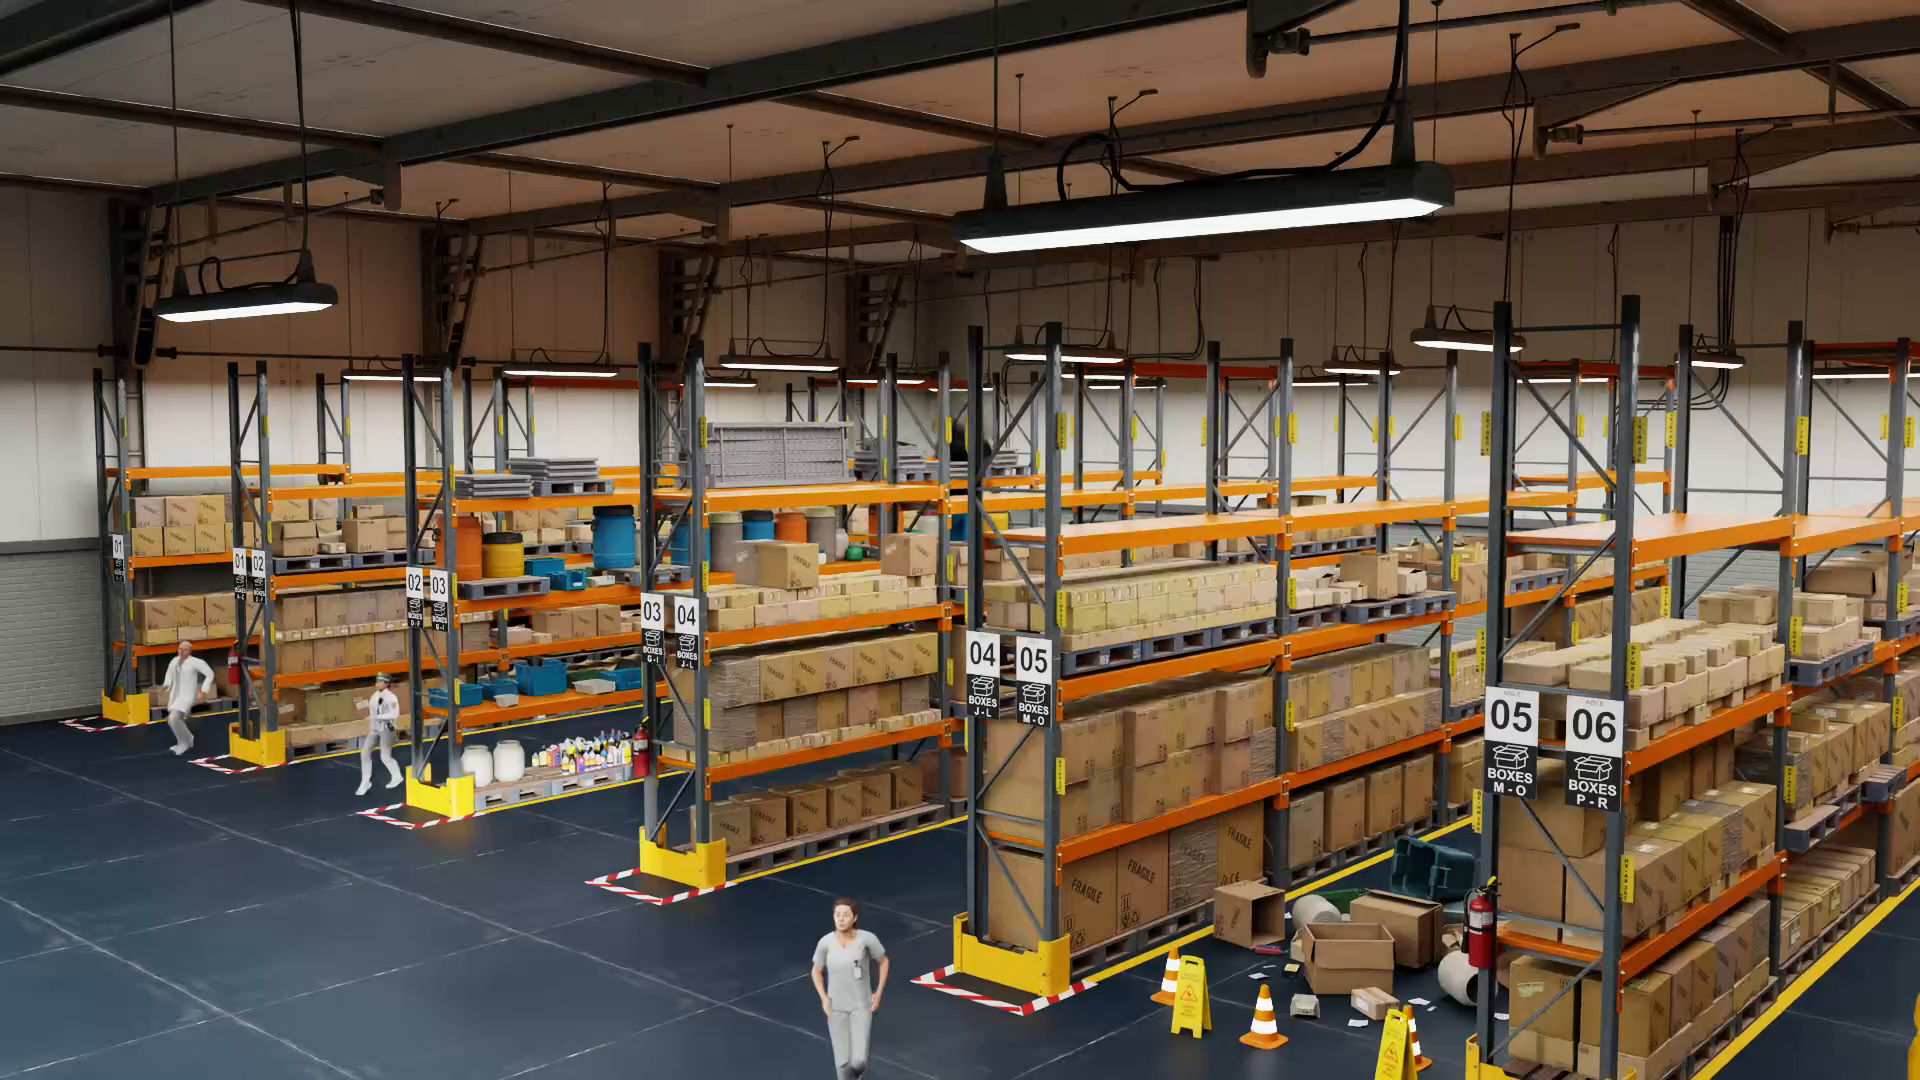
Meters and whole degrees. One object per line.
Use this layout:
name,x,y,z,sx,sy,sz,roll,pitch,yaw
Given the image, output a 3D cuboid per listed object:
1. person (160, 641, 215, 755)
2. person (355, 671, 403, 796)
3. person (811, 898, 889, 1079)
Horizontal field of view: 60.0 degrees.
person,-11.878,2.425,25.500,0.776,1.759,0.651,2,5,22
person,-7.954,2.658,22.932,0.613,1.729,0.725,2,5,30
person,-0.818,3.453,12.280,0.572,1.632,0.529,0,4,2
